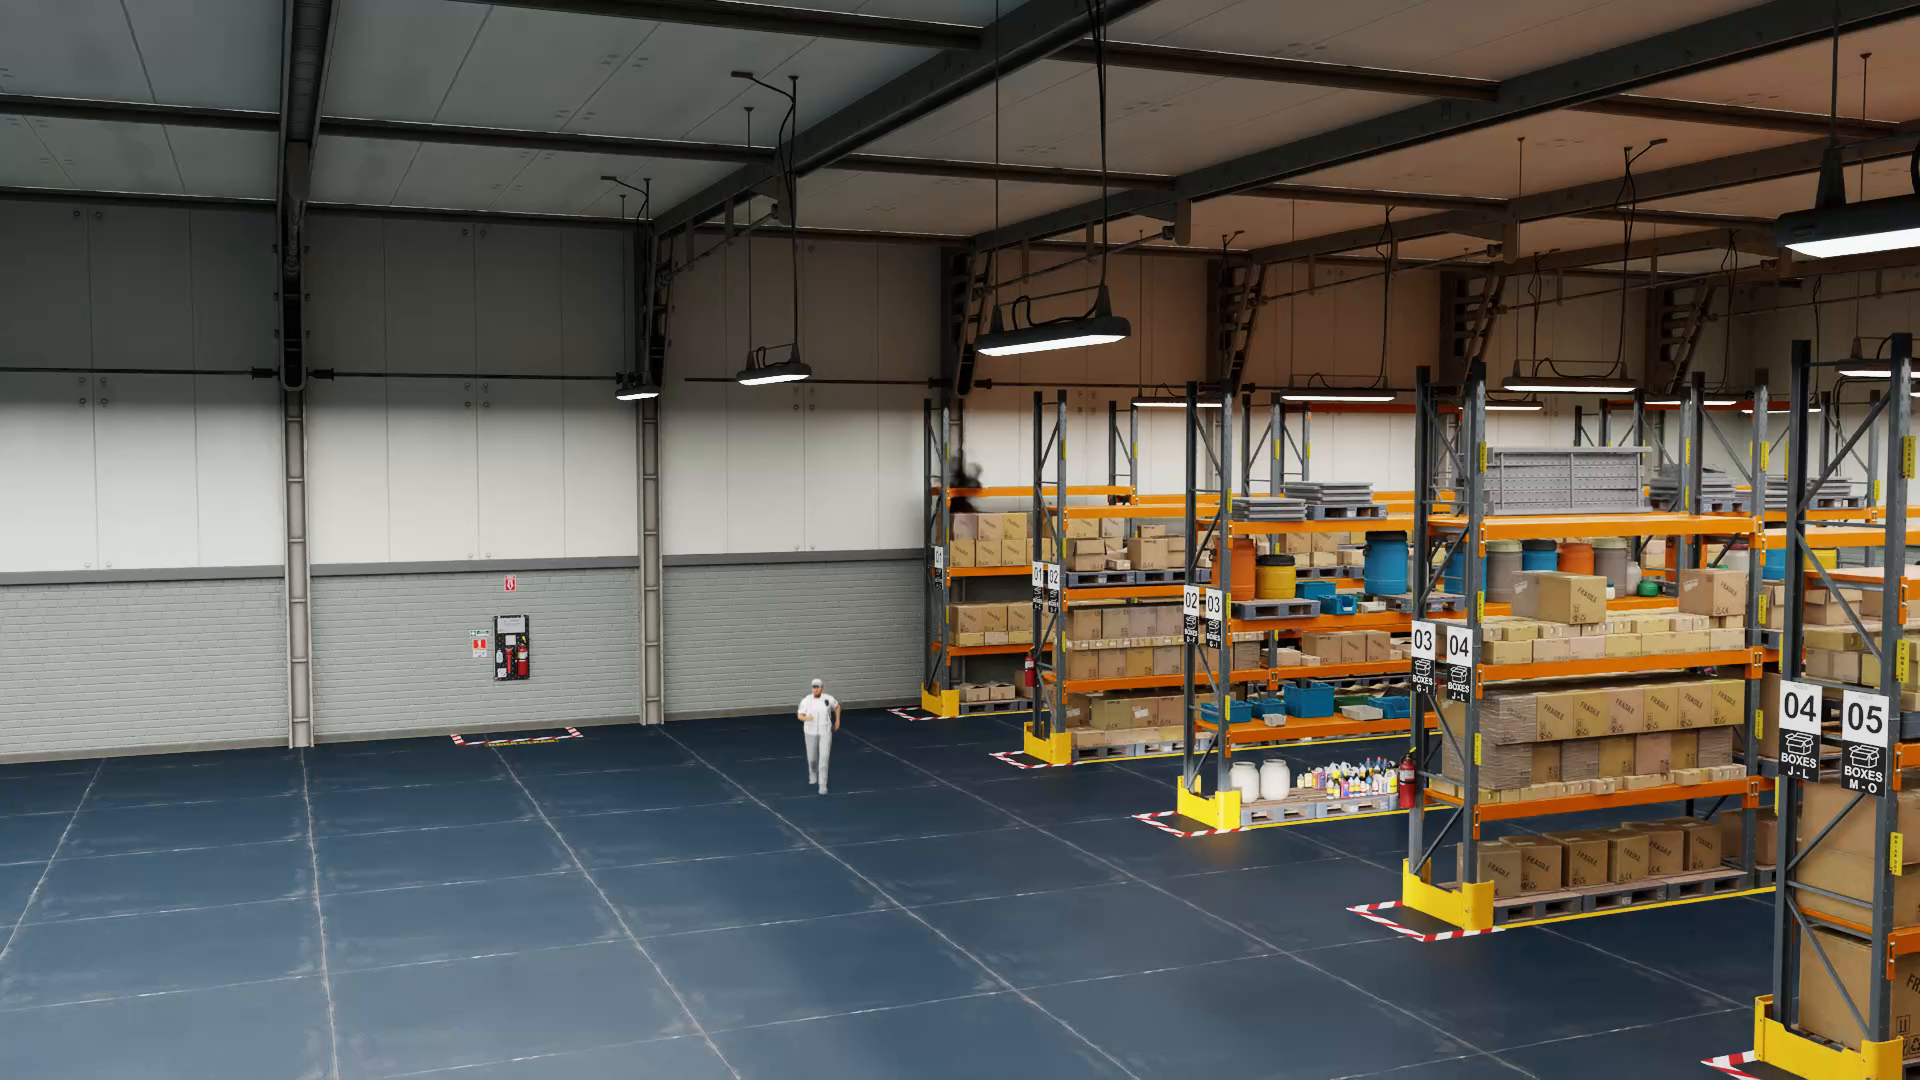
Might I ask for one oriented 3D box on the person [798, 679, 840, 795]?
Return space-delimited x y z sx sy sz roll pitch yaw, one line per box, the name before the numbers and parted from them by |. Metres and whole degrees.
person | -2.094 2.861 24.566 0.613 1.621 1.037 0 3 -1
